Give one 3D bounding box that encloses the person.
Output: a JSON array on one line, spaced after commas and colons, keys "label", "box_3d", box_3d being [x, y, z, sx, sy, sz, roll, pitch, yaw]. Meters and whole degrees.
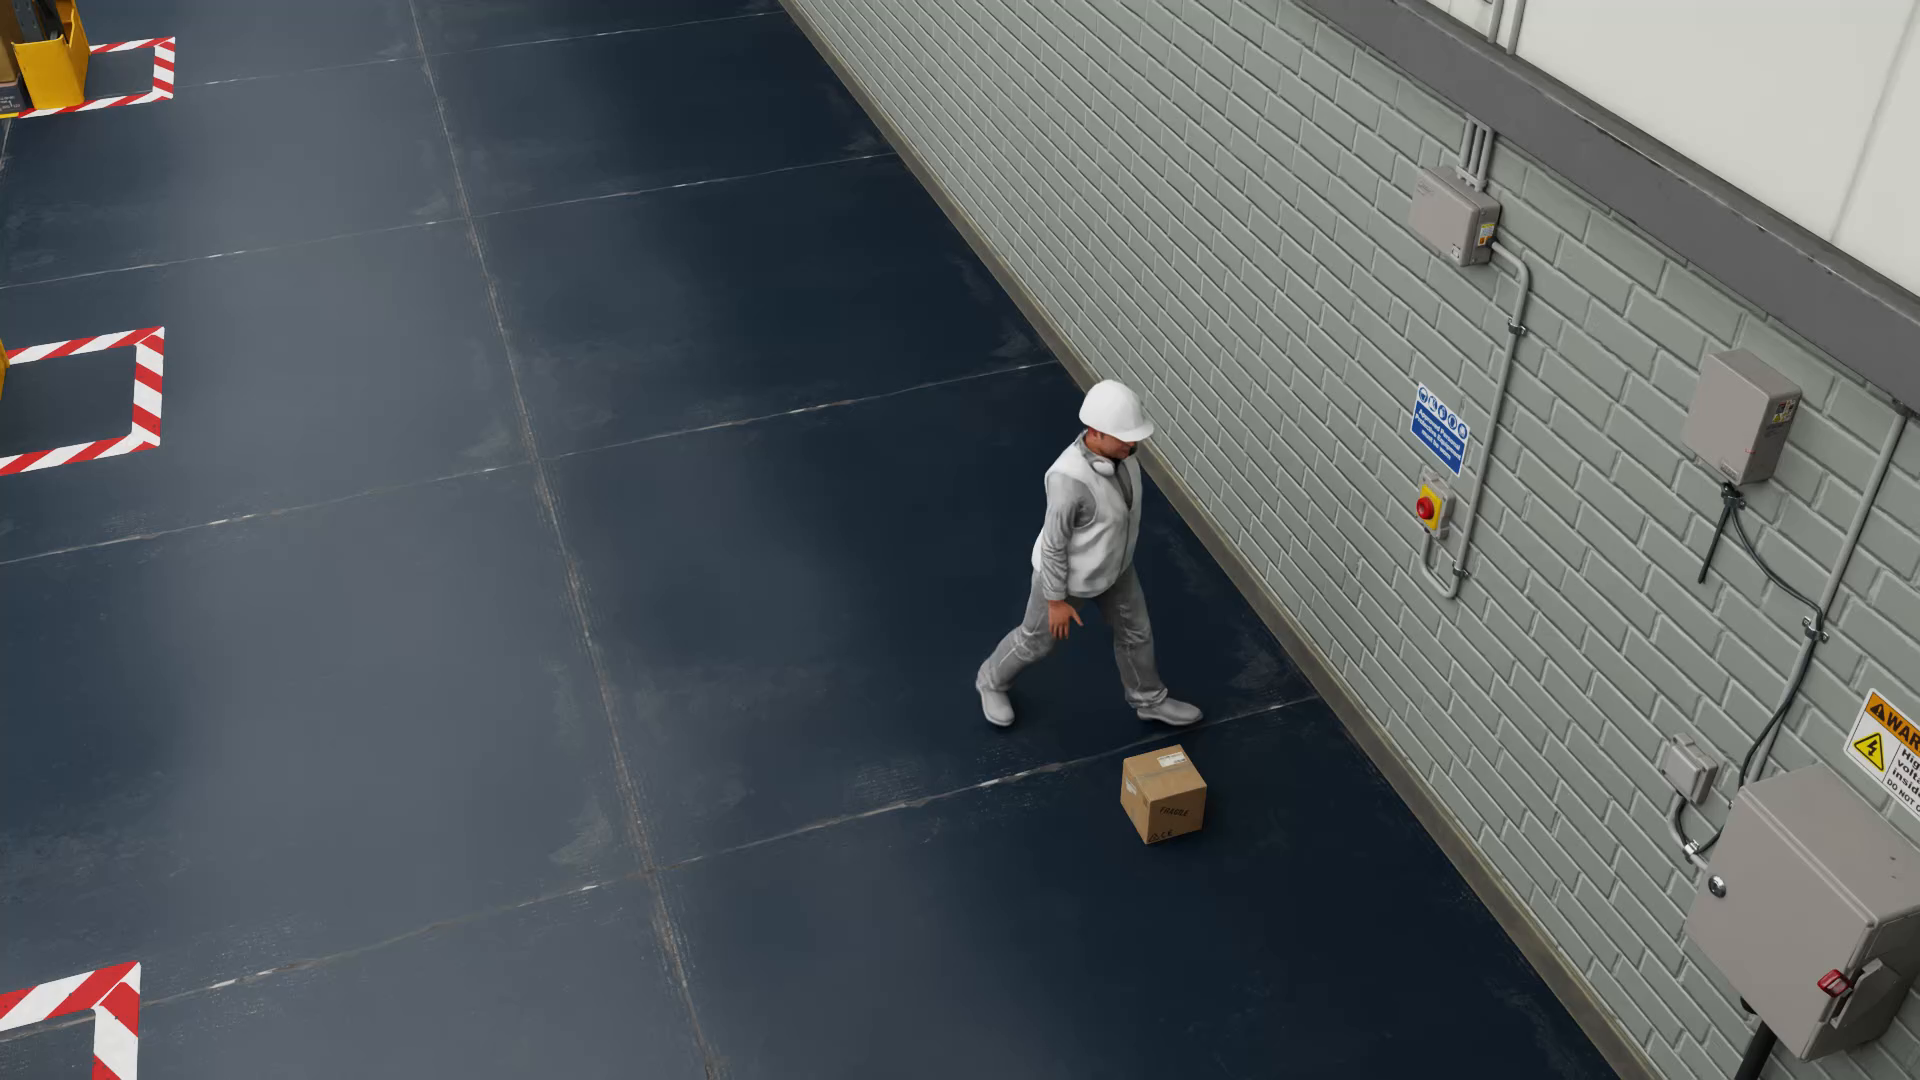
[{"label": "person", "box_3d": [0.511, 0.095, 6.652, 0.924, 1.735, 0.611, 24, 44, 28]}]
